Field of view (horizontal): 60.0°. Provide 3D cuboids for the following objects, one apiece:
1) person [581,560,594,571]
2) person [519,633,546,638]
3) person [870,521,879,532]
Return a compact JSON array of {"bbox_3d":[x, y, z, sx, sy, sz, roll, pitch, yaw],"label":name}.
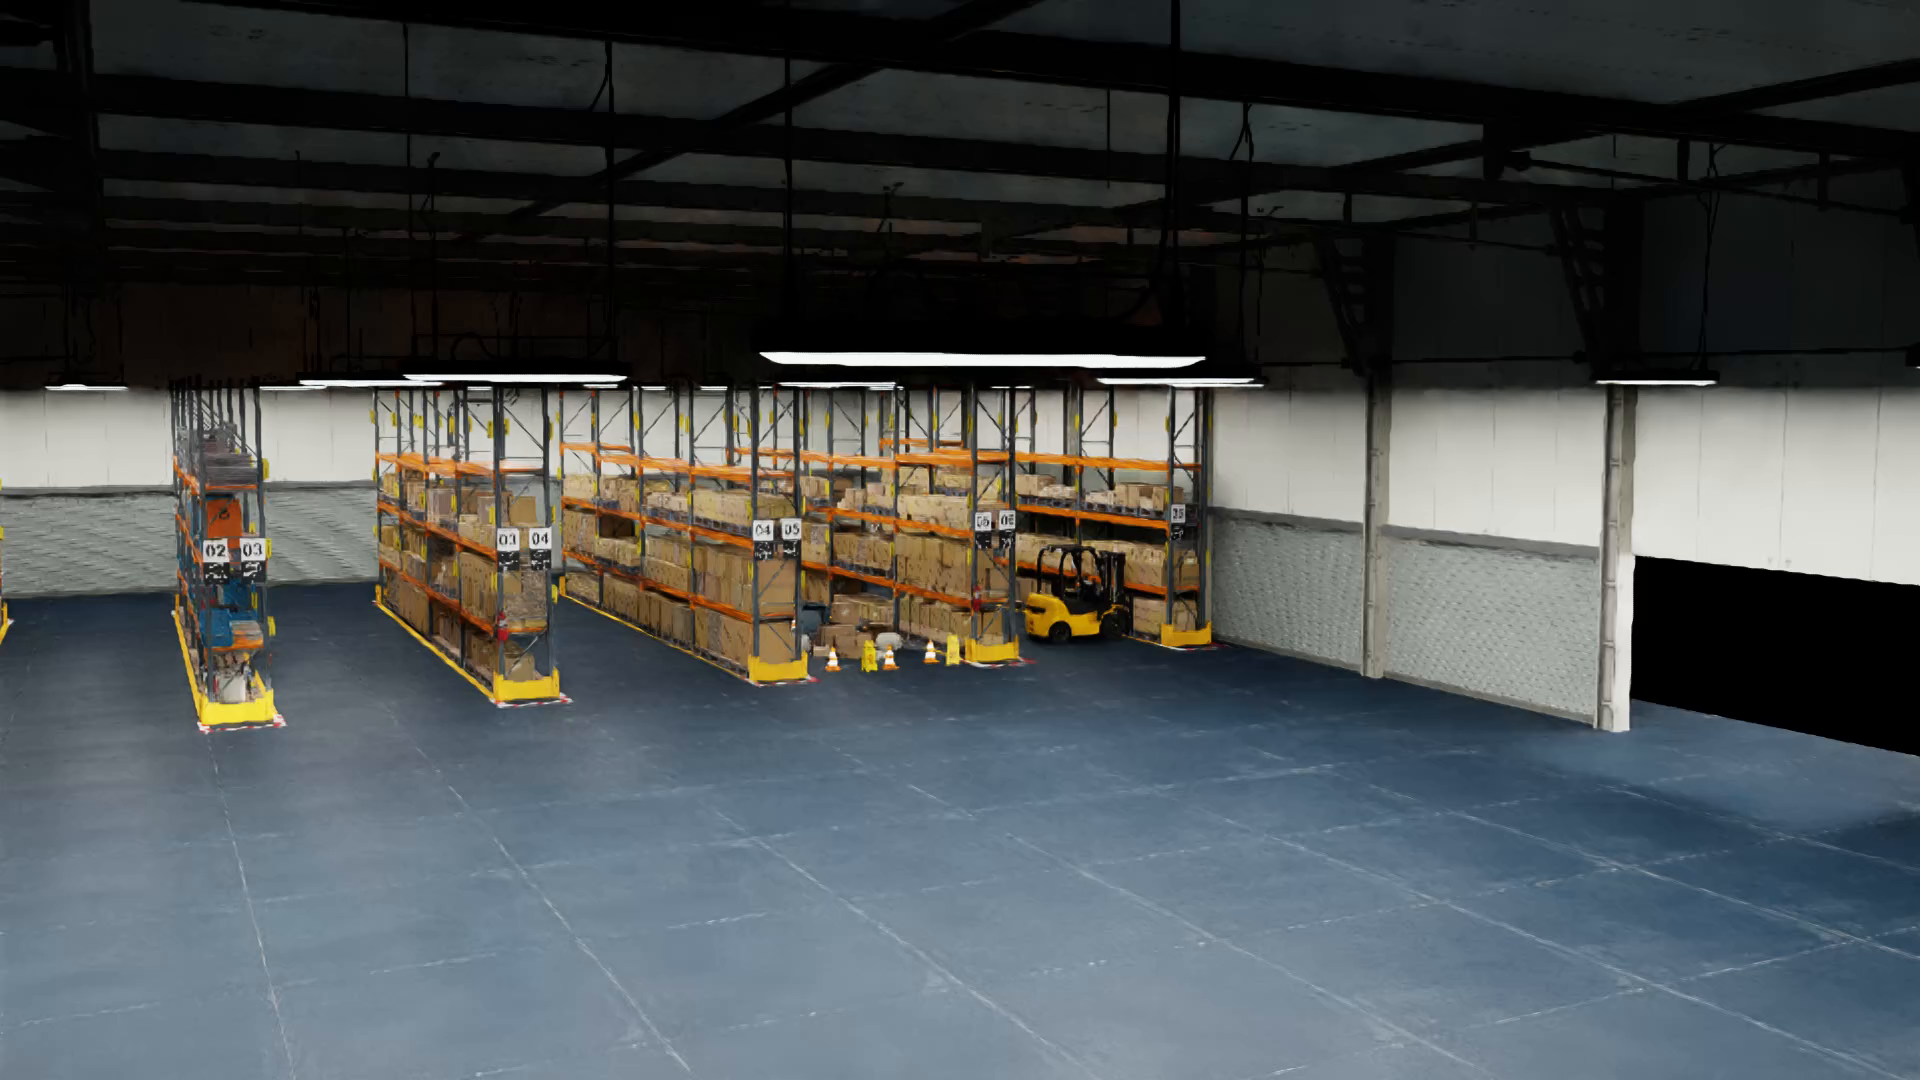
[{"bbox_3d":[-10.991,0.482,49.268,0.631,1.712,0.455,2,6,25],"label":"person"},{"bbox_3d":[-10.024,1.473,38.726,0.432,1.587,0.997,-4,6,-35],"label":"person"},{"bbox_3d":[-2.648,0.131,52.908,0.539,1.794,0.531,3,6,34],"label":"person"}]
